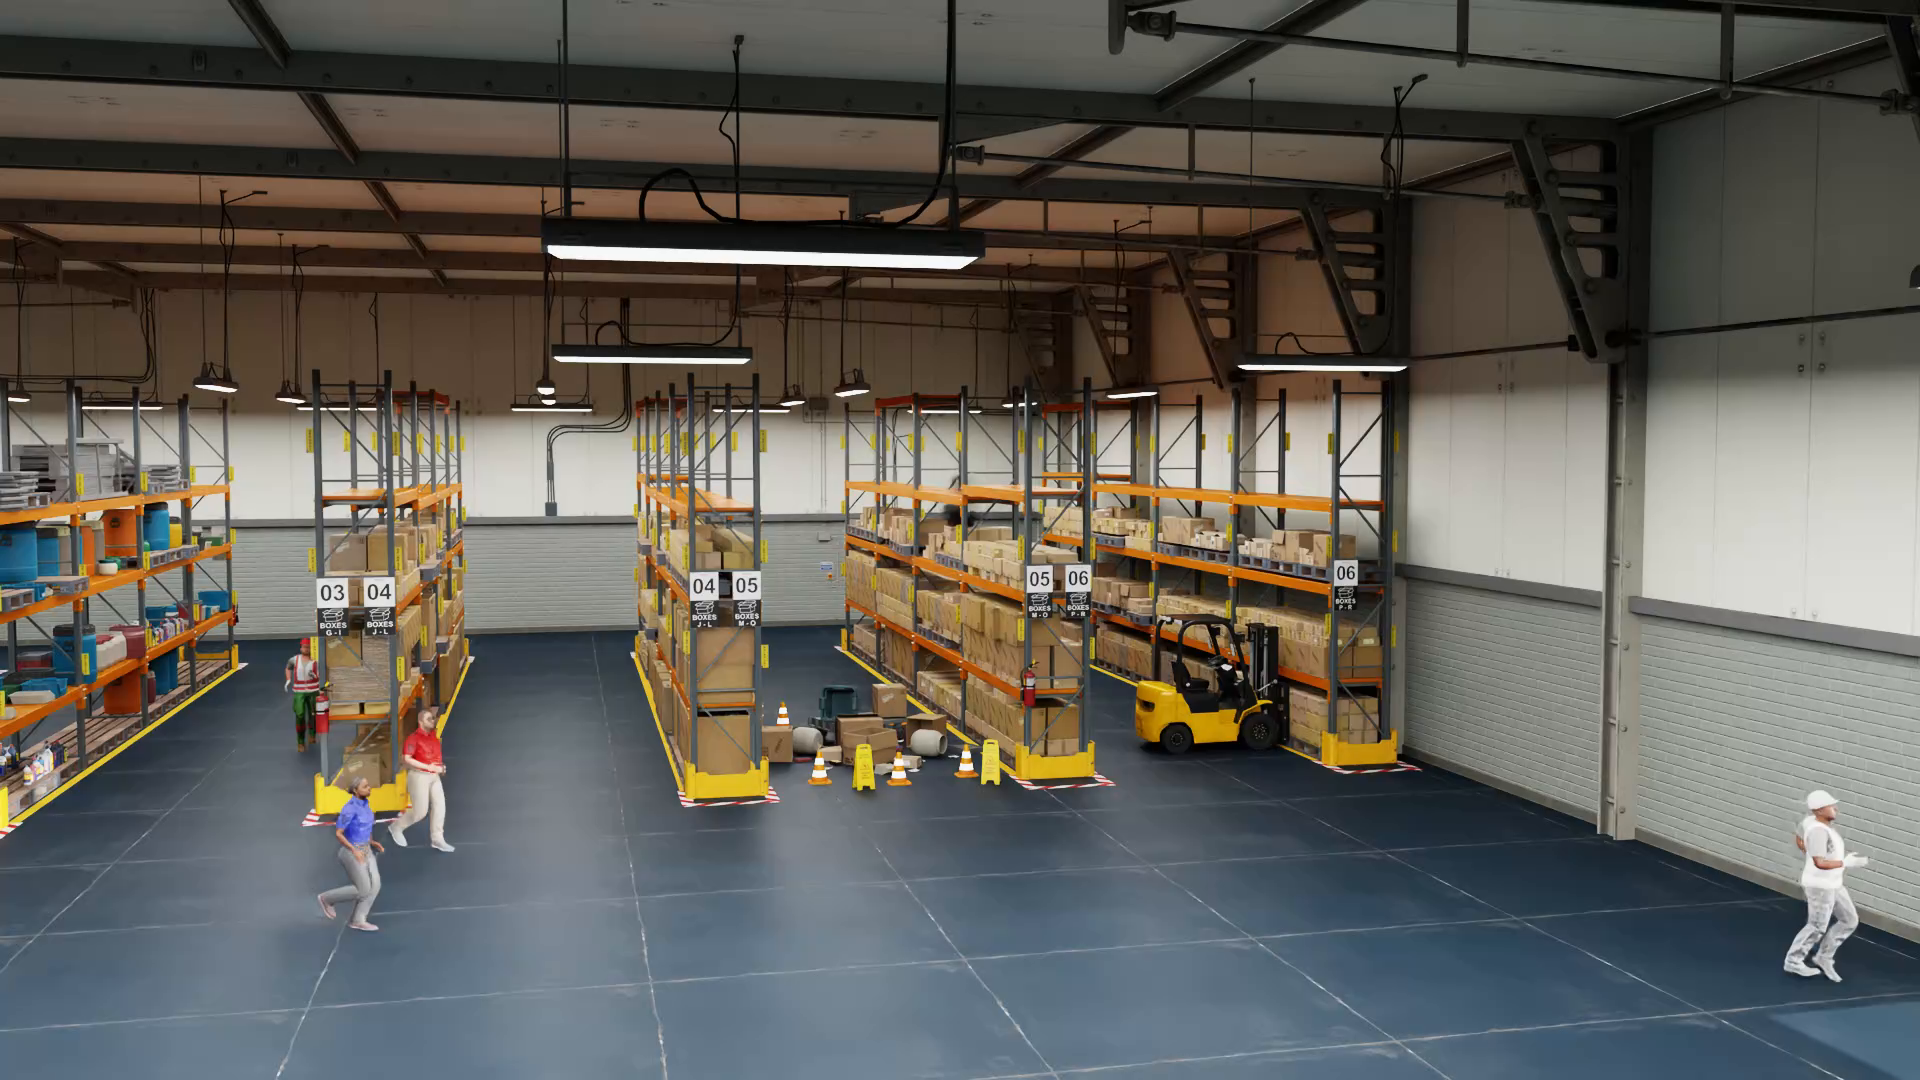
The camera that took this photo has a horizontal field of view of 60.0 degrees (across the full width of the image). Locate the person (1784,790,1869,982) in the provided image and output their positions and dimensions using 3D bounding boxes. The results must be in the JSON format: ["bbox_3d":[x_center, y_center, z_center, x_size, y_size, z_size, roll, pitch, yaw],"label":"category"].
[{"bbox_3d":[8.048,3.225,15.426,0.685,1.807,0.659,2,4,35],"label":"person"}]

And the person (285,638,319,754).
[{"bbox_3d":[-10.709,2.523,27.239,0.650,1.840,0.826,-1,4,-21],"label":"person"}]

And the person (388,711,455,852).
[{"bbox_3d":[-6.627,2.964,20.509,0.841,1.739,0.687,1,3,18],"label":"person"}]

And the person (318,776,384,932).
[{"bbox_3d":[-6.276,3.222,17.113,0.591,1.612,0.558,0,3,6],"label":"person"}]
